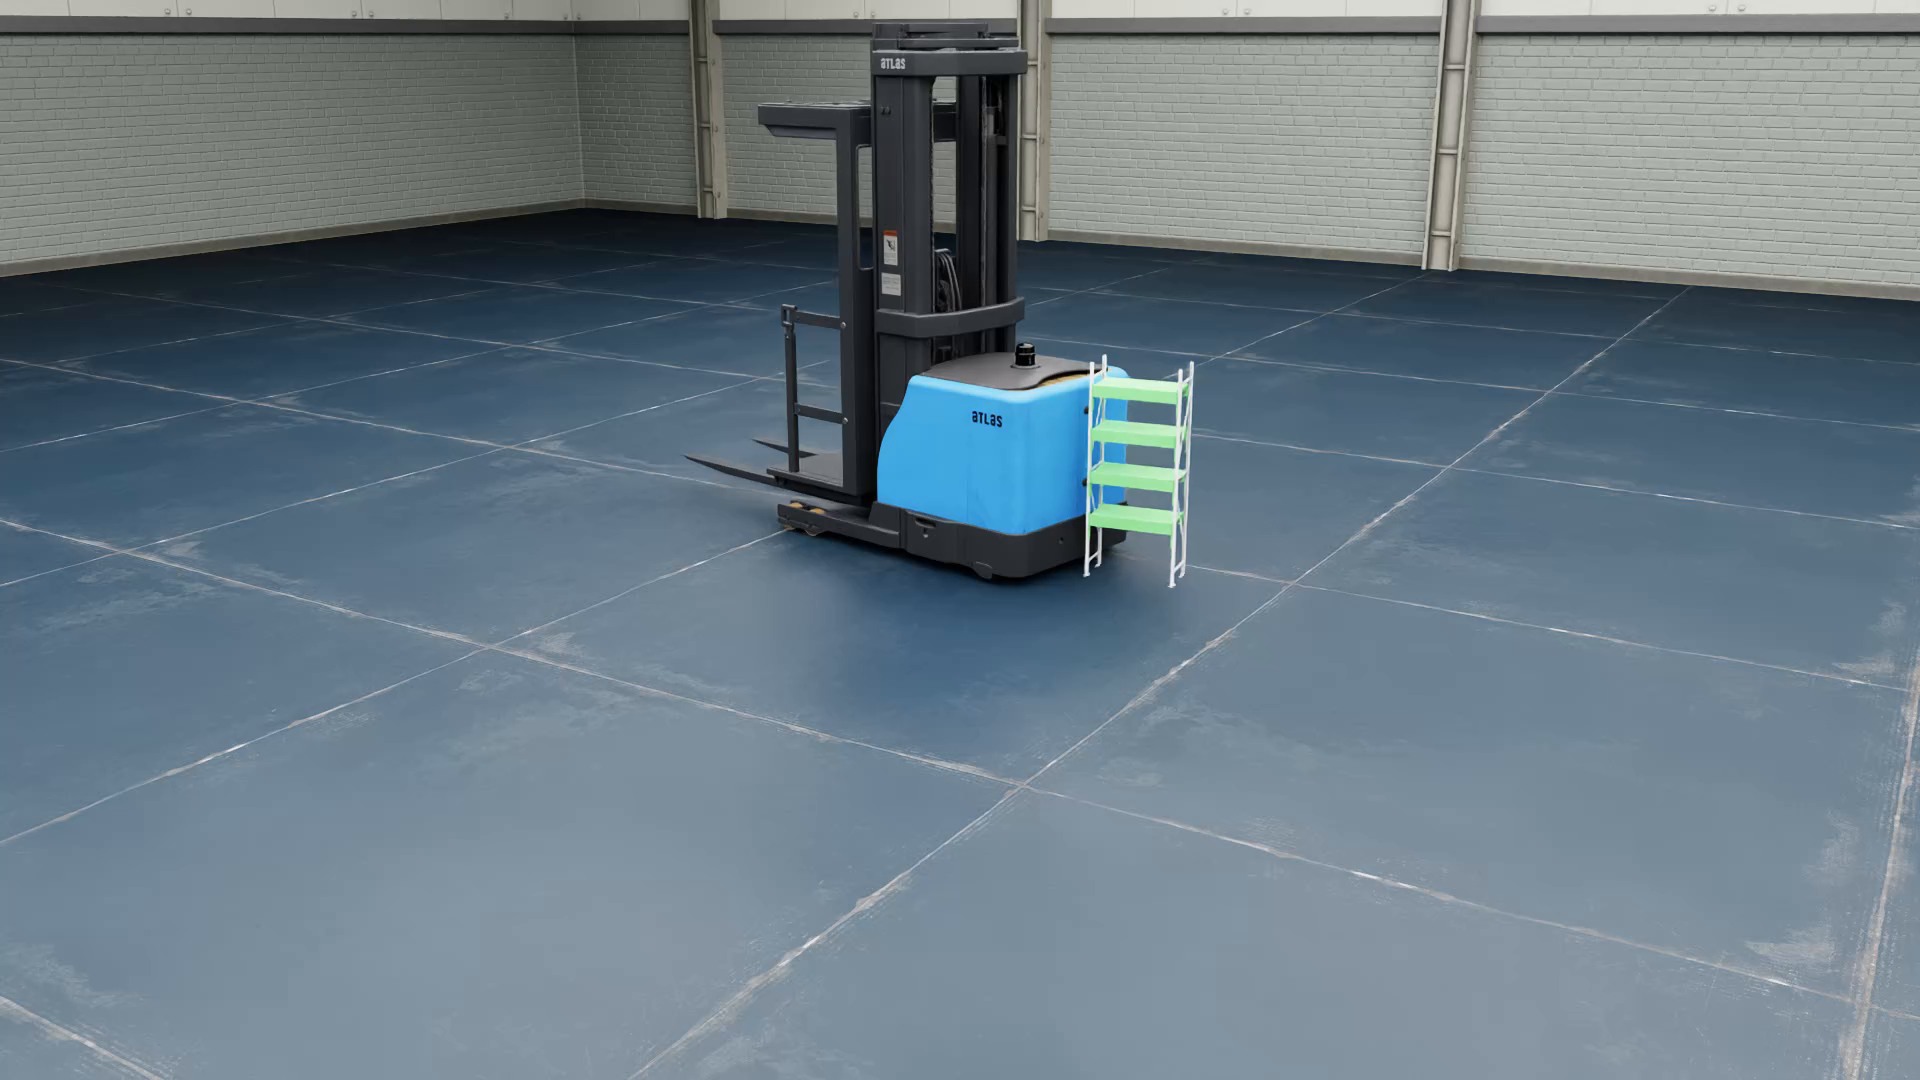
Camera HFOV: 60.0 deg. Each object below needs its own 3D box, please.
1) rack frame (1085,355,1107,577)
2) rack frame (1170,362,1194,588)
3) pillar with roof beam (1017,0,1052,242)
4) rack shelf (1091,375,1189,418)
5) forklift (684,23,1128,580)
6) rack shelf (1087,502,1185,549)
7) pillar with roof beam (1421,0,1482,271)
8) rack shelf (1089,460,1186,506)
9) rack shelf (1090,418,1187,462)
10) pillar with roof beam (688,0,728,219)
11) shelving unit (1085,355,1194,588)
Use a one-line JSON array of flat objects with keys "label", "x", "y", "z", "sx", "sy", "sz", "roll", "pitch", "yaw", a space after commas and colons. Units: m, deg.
[{"label": "rack frame", "x": 0.745, "y": -0.403, "z": 9.136, "sx": 0.015, "sy": 1.200, "sz": 0.240, "roll": 7, "pitch": 18, "yaw": 22}, {"label": "rack frame", "x": 1.195, "y": -0.346, "z": 8.955, "sx": 0.015, "sy": 1.200, "sz": 0.240, "roll": 7, "pitch": 18, "yaw": 22}, {"label": "pillar with roof beam", "x": -1.203, "y": -7.635, "z": 19.532, "sx": 0.400, "sy": 9.000, "sz": 9.100, "roll": 10, "pitch": 20, "yaw": 30}, {"label": "rack shelf", "x": 0.970, "y": -0.772, "z": 8.923, "sx": 0.480, "sy": 0.148, "sz": 0.258, "roll": 7, "pitch": 18, "yaw": 22}, {"label": "forklift", "x": -0.469, "y": -1.525, "z": 9.858, "sx": 3.031, "sy": 2.935, "sz": 1.130, "roll": 15, "pitch": 22, "yaw": 40}, {"label": "rack shelf", "x": 0.969, "y": -0.084, "z": 9.135, "sx": 0.480, "sy": 0.148, "sz": 0.258, "roll": 7, "pitch": 18, "yaw": 22}, {"label": "pillar with roof beam", "x": 3.909, "y": -6.722, "z": 16.528, "sx": 0.400, "sy": 9.000, "sz": 9.100, "roll": 10, "pitch": 20, "yaw": 30}, {"label": "rack shelf", "x": 0.970, "y": -0.313, "z": 9.064, "sx": 0.480, "sy": 0.148, "sz": 0.258, "roll": 7, "pitch": 18, "yaw": 22}, {"label": "rack shelf", "x": 0.970, "y": -0.543, "z": 8.994, "sx": 0.480, "sy": 0.148, "sz": 0.258, "roll": 7, "pitch": 18, "yaw": 22}, {"label": "pillar with roof beam", "x": -6.316, "y": -8.547, "z": 22.537, "sx": 0.400, "sy": 9.000, "sz": 9.100, "roll": 10, "pitch": 20, "yaw": 30}, {"label": "shelving unit", "x": 0.970, "y": -0.374, "z": 9.045, "sx": 0.503, "sy": 1.200, "sz": 0.258, "roll": 7, "pitch": 18, "yaw": 22}]
